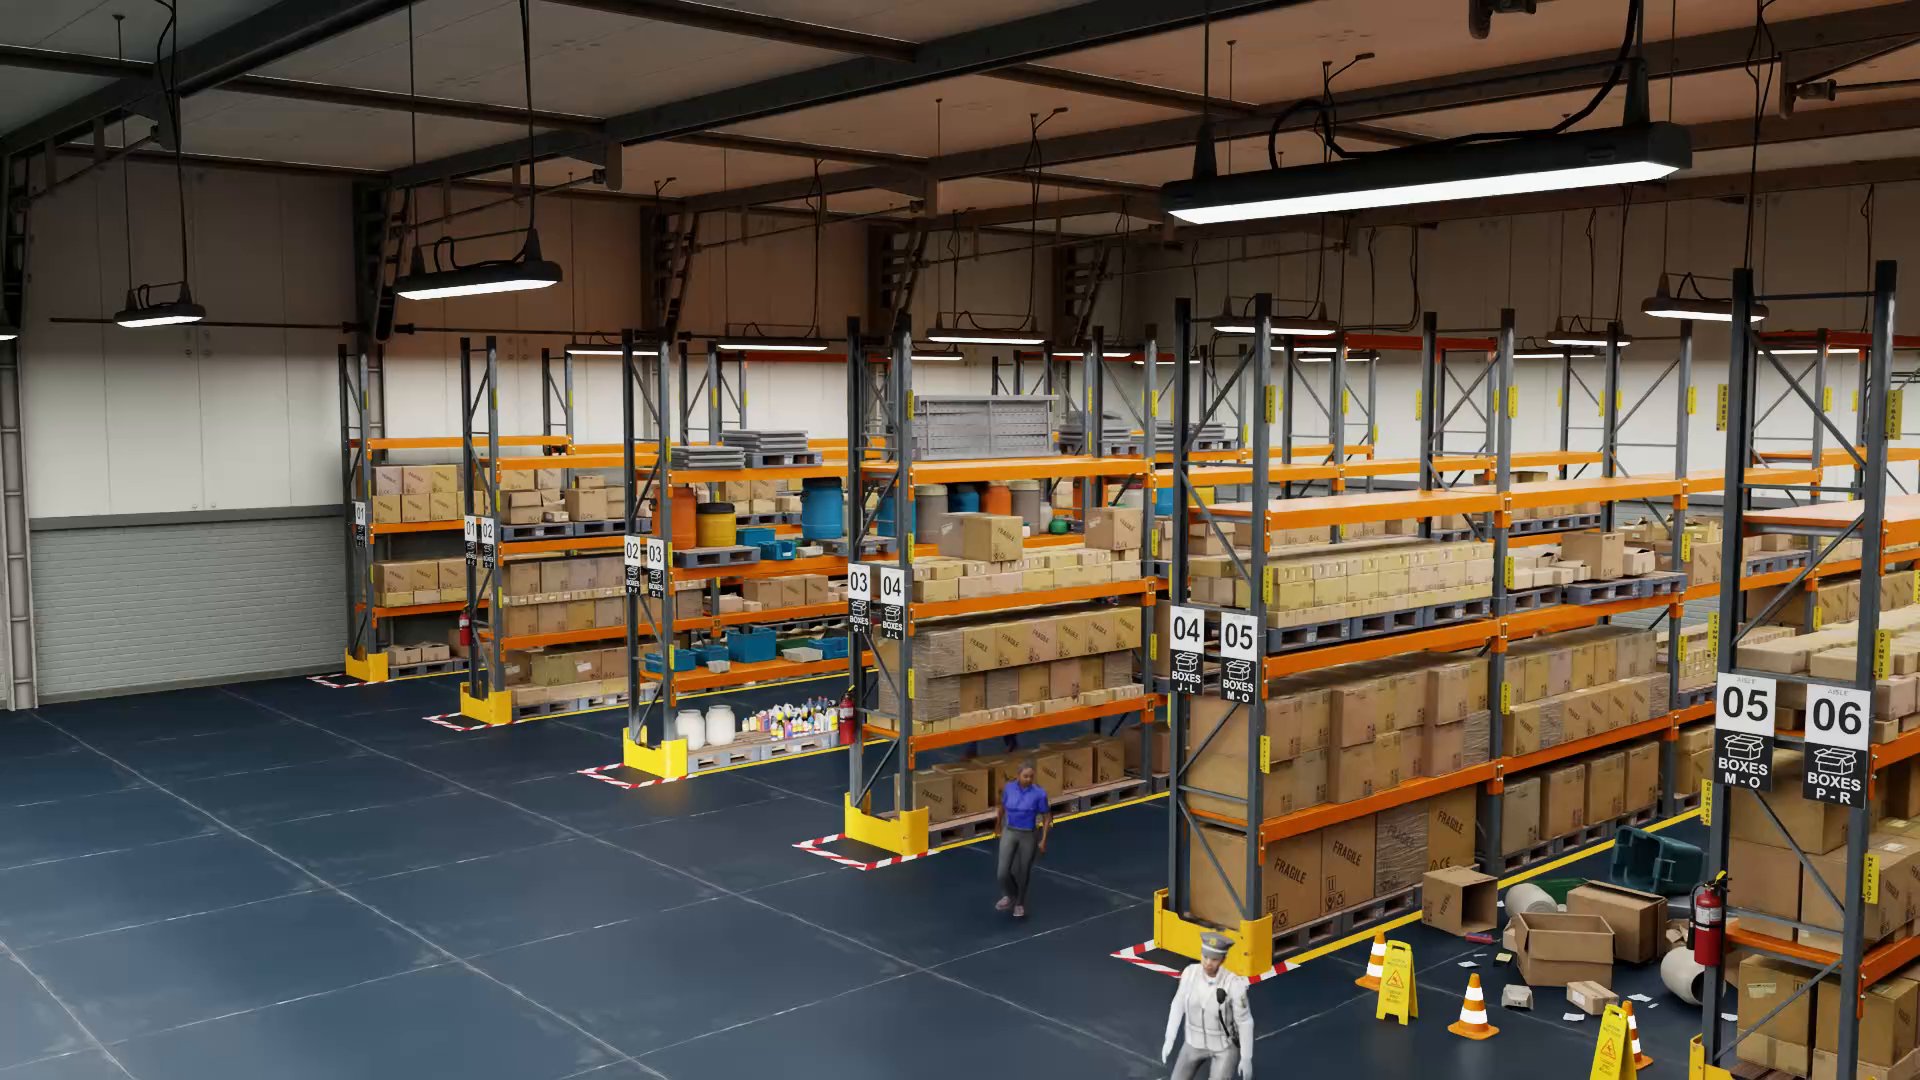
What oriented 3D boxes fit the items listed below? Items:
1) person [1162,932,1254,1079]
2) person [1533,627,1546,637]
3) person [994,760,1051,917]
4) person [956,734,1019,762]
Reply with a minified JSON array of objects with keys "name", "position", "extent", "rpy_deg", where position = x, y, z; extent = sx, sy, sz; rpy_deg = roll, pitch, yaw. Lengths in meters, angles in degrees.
[{"name":"person","position":[1.674,3.354,11.205],"extent":[0.723,1.610,0.673],"rpy_deg":[3,6,27]},{"name":"person","position":[8.826,2.035,25.174],"extent":[0.718,1.720,0.663],"rpy_deg":[-2,5,-20]},{"name":"person","position":[0.602,2.922,16.229],"extent":[0.580,1.602,0.628],"rpy_deg":[0,5,5]},{"name":"person","position":[0.379,2.164,22.103],"extent":[0.948,1.555,0.610],"rpy_deg":[-2,6,-26]}]
